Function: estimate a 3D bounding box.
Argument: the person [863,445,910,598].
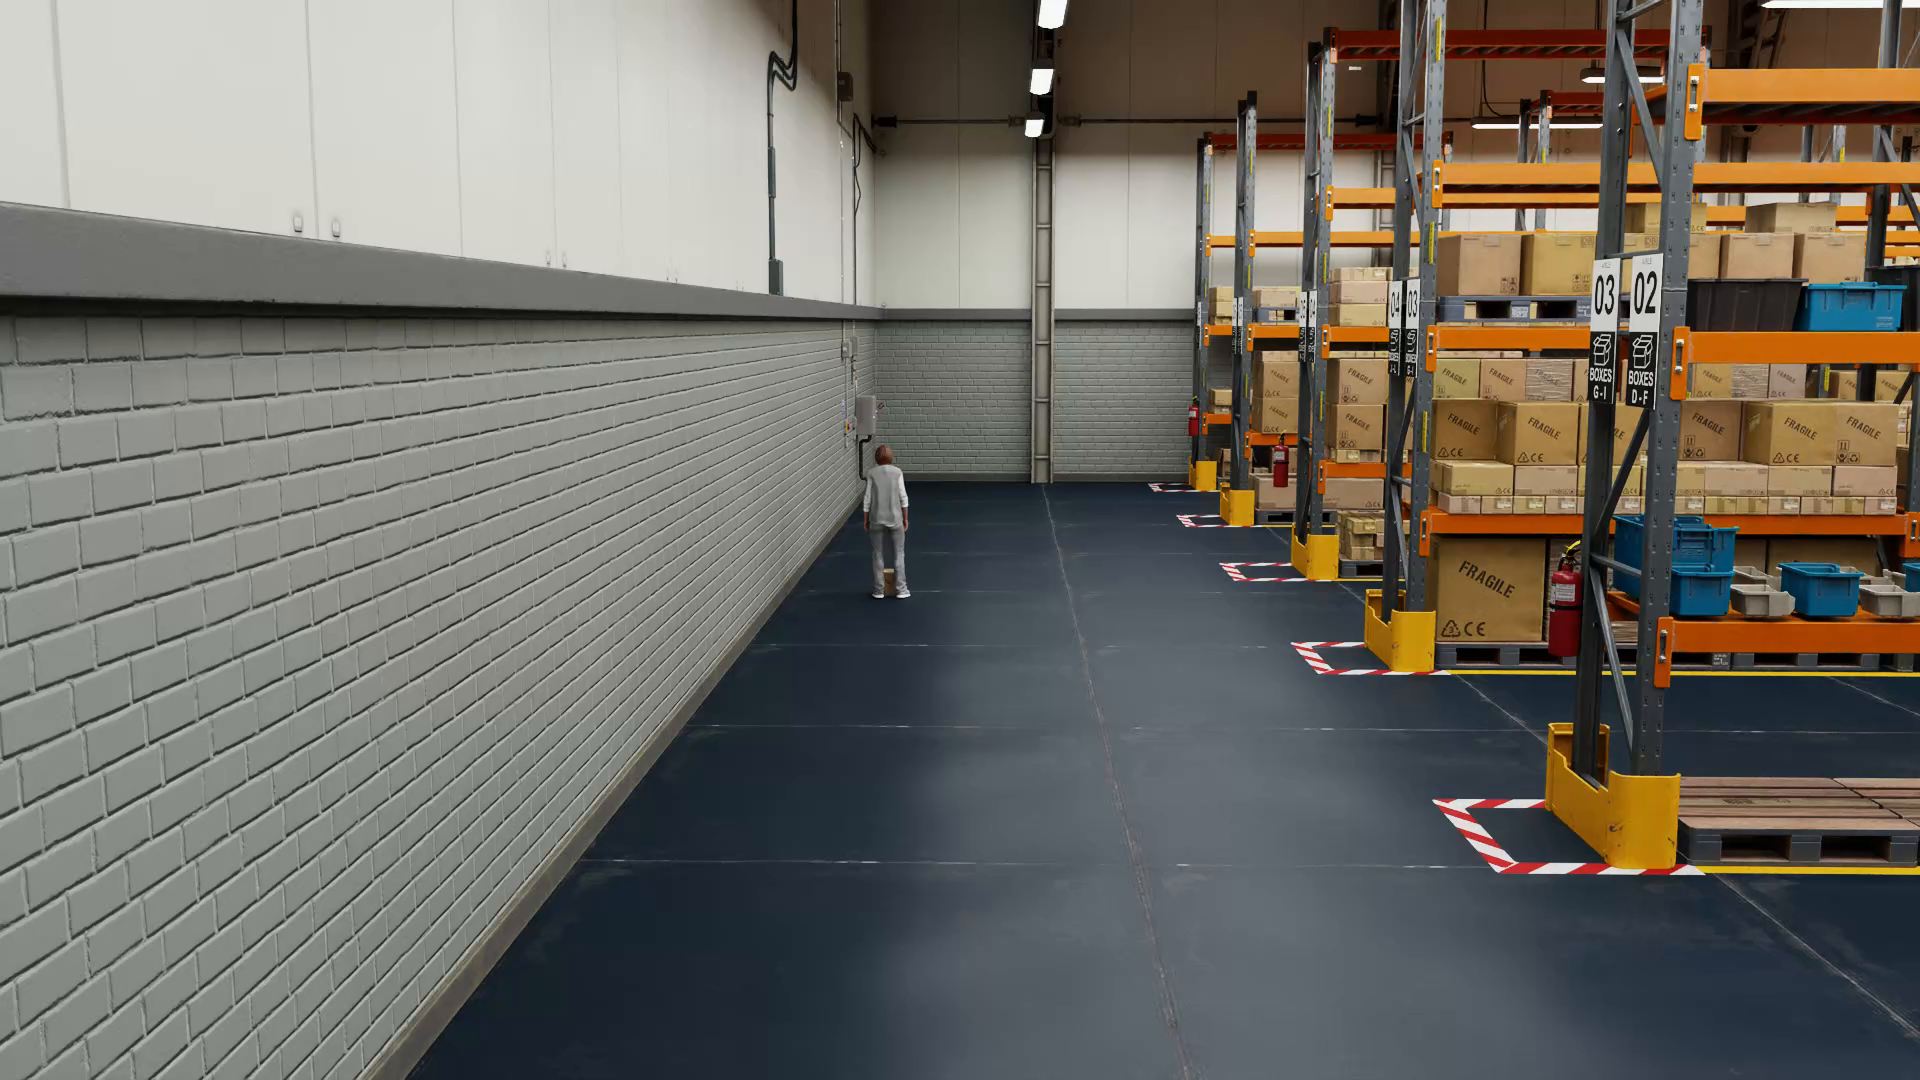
[{"bbox_3d":[-0.763,-0.187,17.257,0.485,1.593,0.346,0,7,-2],"label":"person"}]
